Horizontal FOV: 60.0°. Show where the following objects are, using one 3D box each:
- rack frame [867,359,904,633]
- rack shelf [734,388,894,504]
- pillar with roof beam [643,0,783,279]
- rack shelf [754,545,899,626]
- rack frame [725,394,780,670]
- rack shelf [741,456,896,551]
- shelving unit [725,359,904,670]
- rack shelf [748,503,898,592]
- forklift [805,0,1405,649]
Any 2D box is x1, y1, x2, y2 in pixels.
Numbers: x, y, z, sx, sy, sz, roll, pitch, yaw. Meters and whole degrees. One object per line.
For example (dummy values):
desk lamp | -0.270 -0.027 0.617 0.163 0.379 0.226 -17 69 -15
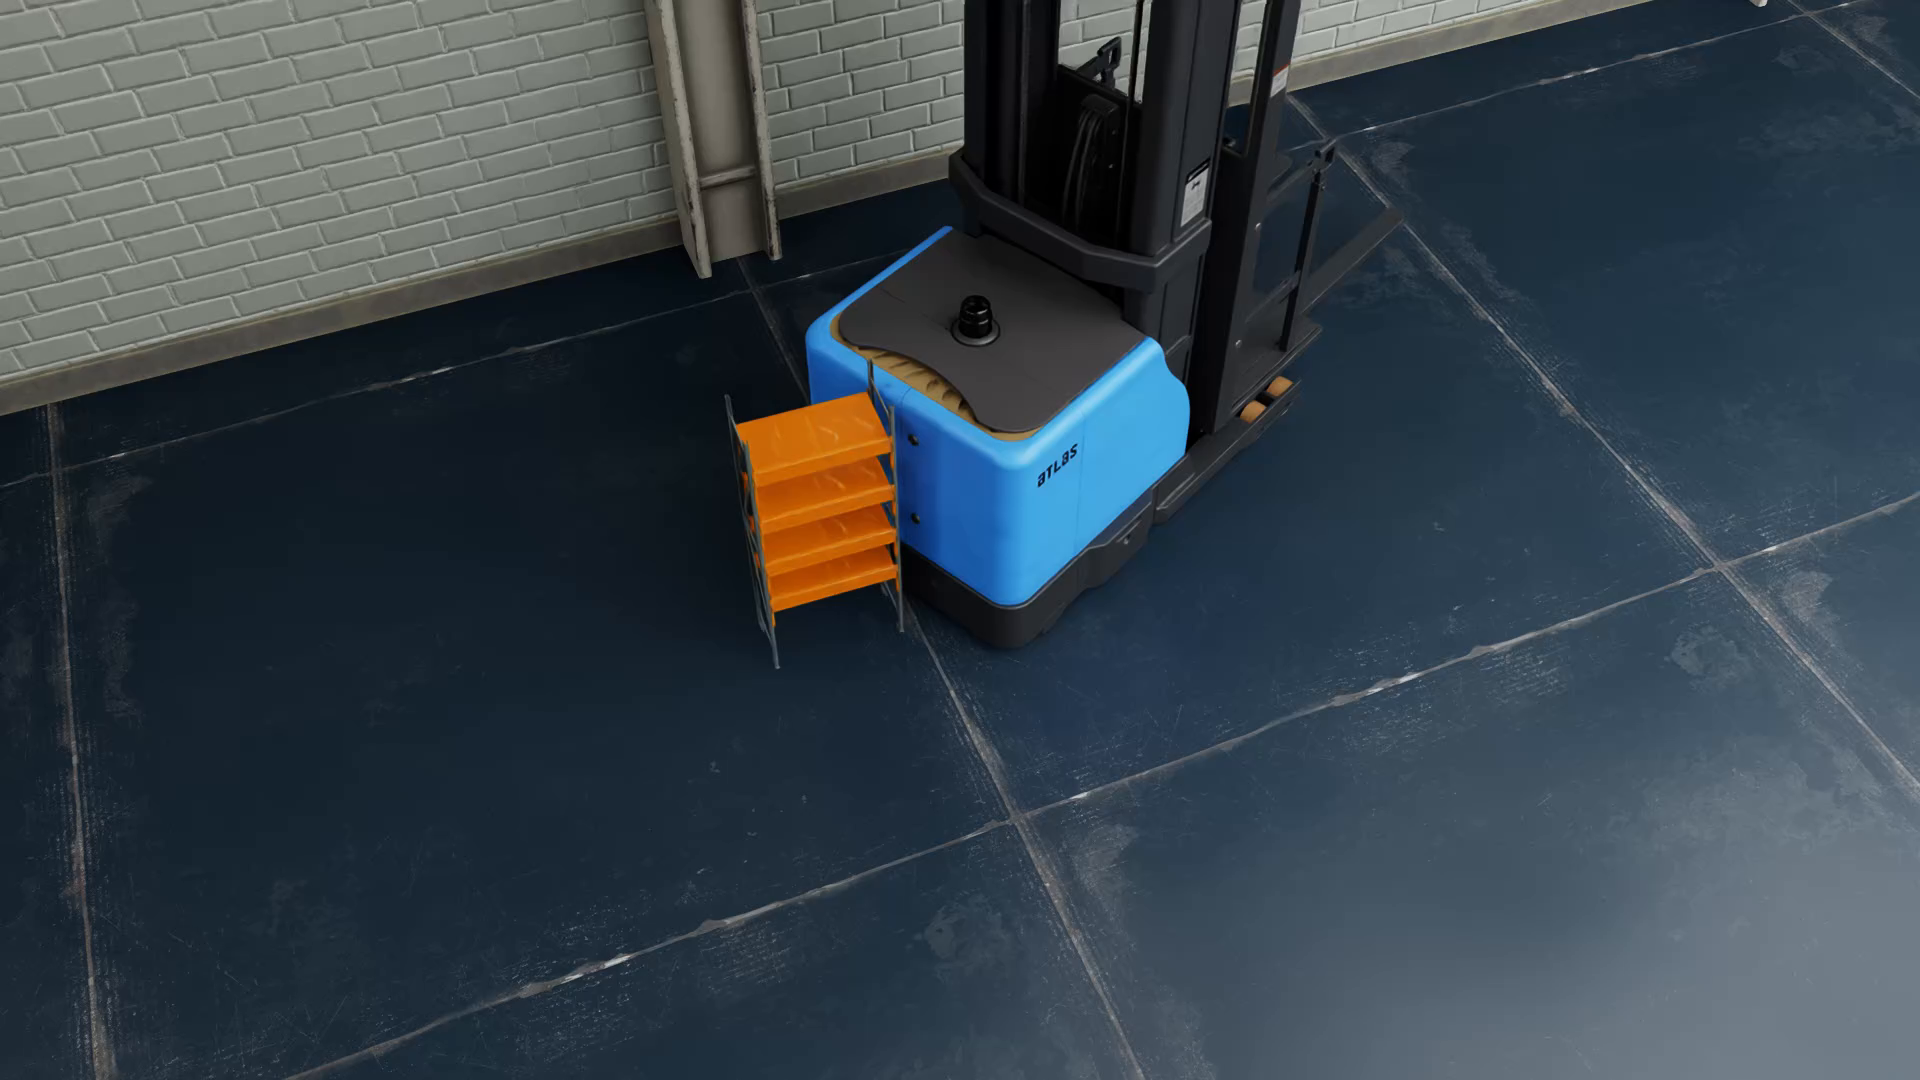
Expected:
rack frame | -0.261 -0.125 5.907 0.015 1.200 0.240 -16 51 -13
rack shelf | -0.489 -0.317 5.554 0.480 0.148 0.258 -16 51 -13
pillar with roof beam | 0.564 -1.268 1.748 0.400 9.000 9.100 -17 52 -14
rack shelf | -0.489 0.113 6.054 0.480 0.148 0.258 -16 51 -13
rack frame | -0.718 0.004 5.797 0.015 1.200 0.240 -16 51 -13
rack shelf | -0.489 -0.162 5.733 0.480 0.148 0.258 -16 51 -13
shelving unit | -0.489 -0.061 5.852 0.503 1.200 0.258 -16 51 -13
rack shelf | -0.489 -0.017 5.903 0.480 0.148 0.258 -16 51 -13
forklift | 0.785 -1.599 6.032 1.130 2.935 3.031 33 57 25
